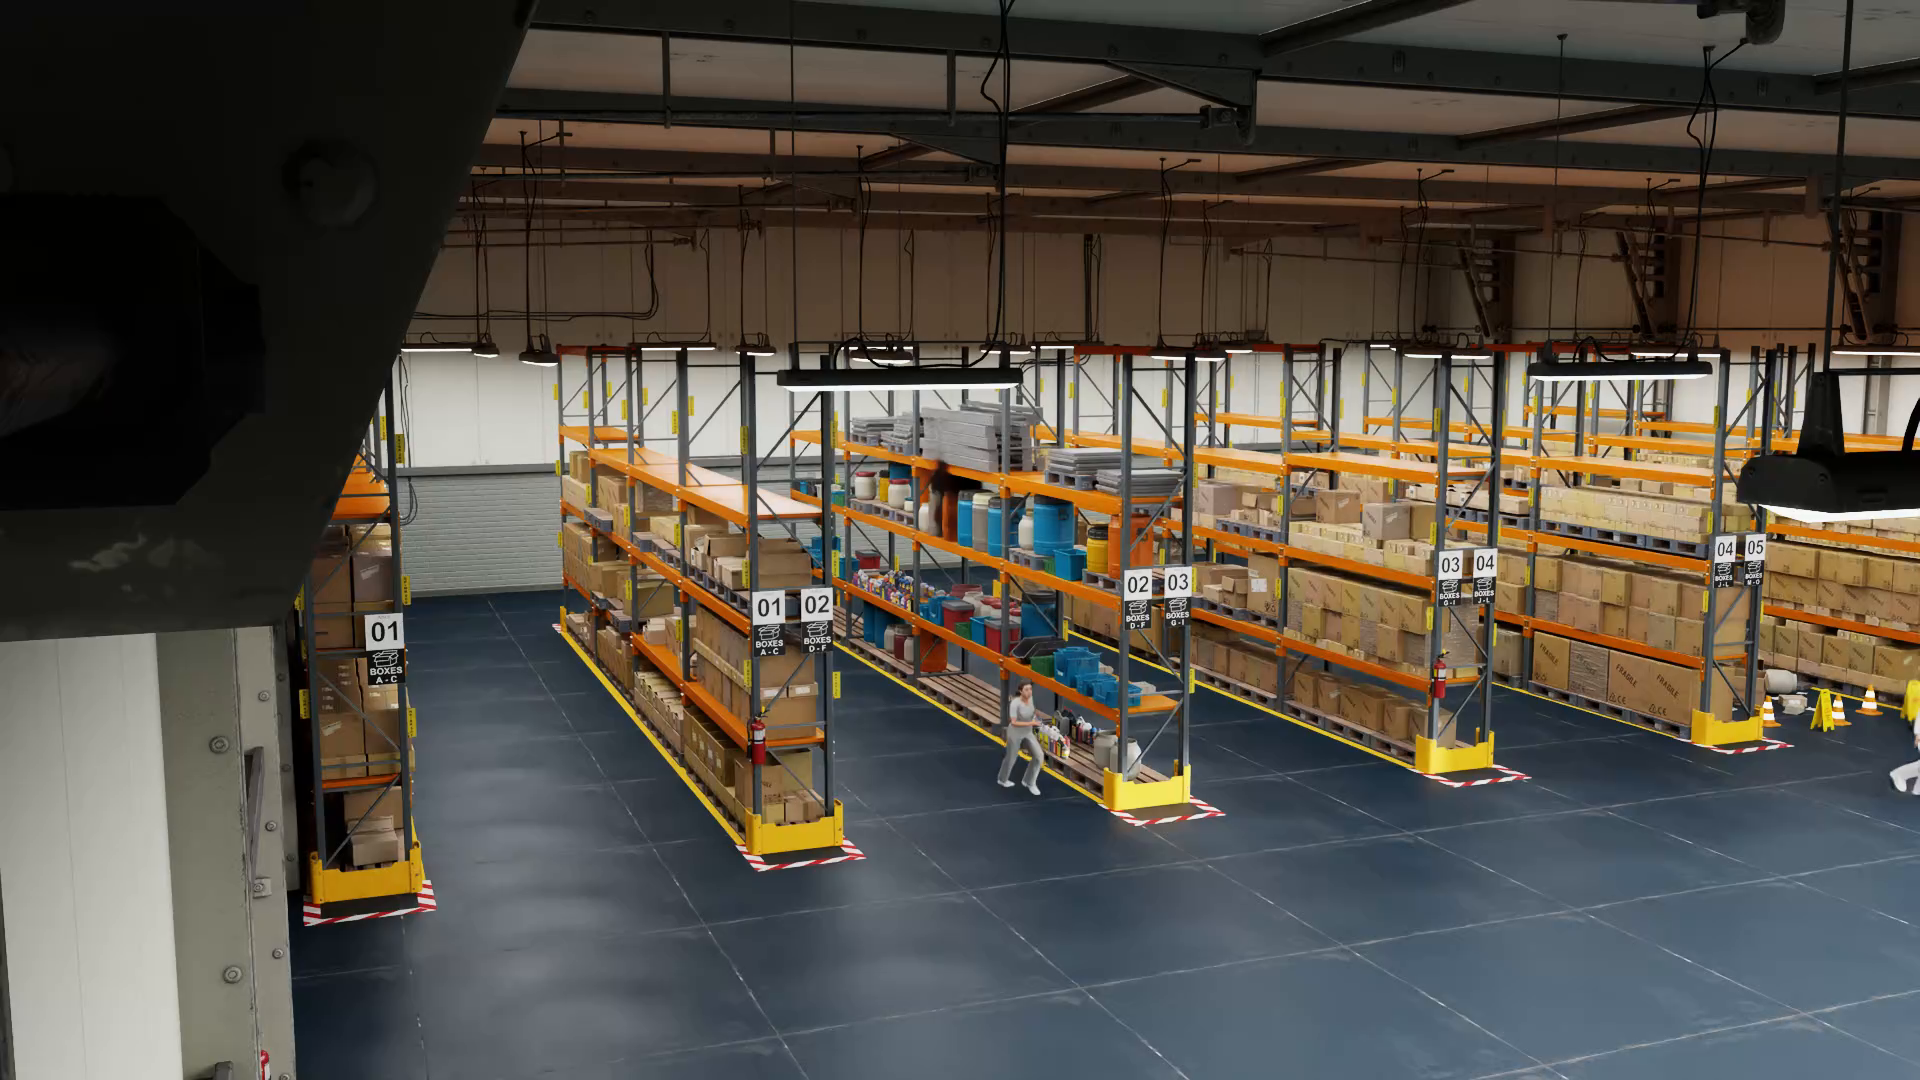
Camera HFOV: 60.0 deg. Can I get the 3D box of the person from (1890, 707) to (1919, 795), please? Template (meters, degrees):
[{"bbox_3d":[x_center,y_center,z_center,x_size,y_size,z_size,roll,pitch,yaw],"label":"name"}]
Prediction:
[{"bbox_3d":[13.086,2.611,22.493,0.681,1.751,0.749,6,9,38],"label":"person"}]

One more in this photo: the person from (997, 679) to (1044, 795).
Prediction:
[{"bbox_3d":[0.814,2.662,22.585,0.506,1.612,0.920,-5,9,-33],"label":"person"}]

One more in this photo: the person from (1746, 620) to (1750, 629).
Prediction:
[{"bbox_3d":[15.823,1.284,33.251,0.655,1.668,0.550,-3,8,-20],"label":"person"}]
